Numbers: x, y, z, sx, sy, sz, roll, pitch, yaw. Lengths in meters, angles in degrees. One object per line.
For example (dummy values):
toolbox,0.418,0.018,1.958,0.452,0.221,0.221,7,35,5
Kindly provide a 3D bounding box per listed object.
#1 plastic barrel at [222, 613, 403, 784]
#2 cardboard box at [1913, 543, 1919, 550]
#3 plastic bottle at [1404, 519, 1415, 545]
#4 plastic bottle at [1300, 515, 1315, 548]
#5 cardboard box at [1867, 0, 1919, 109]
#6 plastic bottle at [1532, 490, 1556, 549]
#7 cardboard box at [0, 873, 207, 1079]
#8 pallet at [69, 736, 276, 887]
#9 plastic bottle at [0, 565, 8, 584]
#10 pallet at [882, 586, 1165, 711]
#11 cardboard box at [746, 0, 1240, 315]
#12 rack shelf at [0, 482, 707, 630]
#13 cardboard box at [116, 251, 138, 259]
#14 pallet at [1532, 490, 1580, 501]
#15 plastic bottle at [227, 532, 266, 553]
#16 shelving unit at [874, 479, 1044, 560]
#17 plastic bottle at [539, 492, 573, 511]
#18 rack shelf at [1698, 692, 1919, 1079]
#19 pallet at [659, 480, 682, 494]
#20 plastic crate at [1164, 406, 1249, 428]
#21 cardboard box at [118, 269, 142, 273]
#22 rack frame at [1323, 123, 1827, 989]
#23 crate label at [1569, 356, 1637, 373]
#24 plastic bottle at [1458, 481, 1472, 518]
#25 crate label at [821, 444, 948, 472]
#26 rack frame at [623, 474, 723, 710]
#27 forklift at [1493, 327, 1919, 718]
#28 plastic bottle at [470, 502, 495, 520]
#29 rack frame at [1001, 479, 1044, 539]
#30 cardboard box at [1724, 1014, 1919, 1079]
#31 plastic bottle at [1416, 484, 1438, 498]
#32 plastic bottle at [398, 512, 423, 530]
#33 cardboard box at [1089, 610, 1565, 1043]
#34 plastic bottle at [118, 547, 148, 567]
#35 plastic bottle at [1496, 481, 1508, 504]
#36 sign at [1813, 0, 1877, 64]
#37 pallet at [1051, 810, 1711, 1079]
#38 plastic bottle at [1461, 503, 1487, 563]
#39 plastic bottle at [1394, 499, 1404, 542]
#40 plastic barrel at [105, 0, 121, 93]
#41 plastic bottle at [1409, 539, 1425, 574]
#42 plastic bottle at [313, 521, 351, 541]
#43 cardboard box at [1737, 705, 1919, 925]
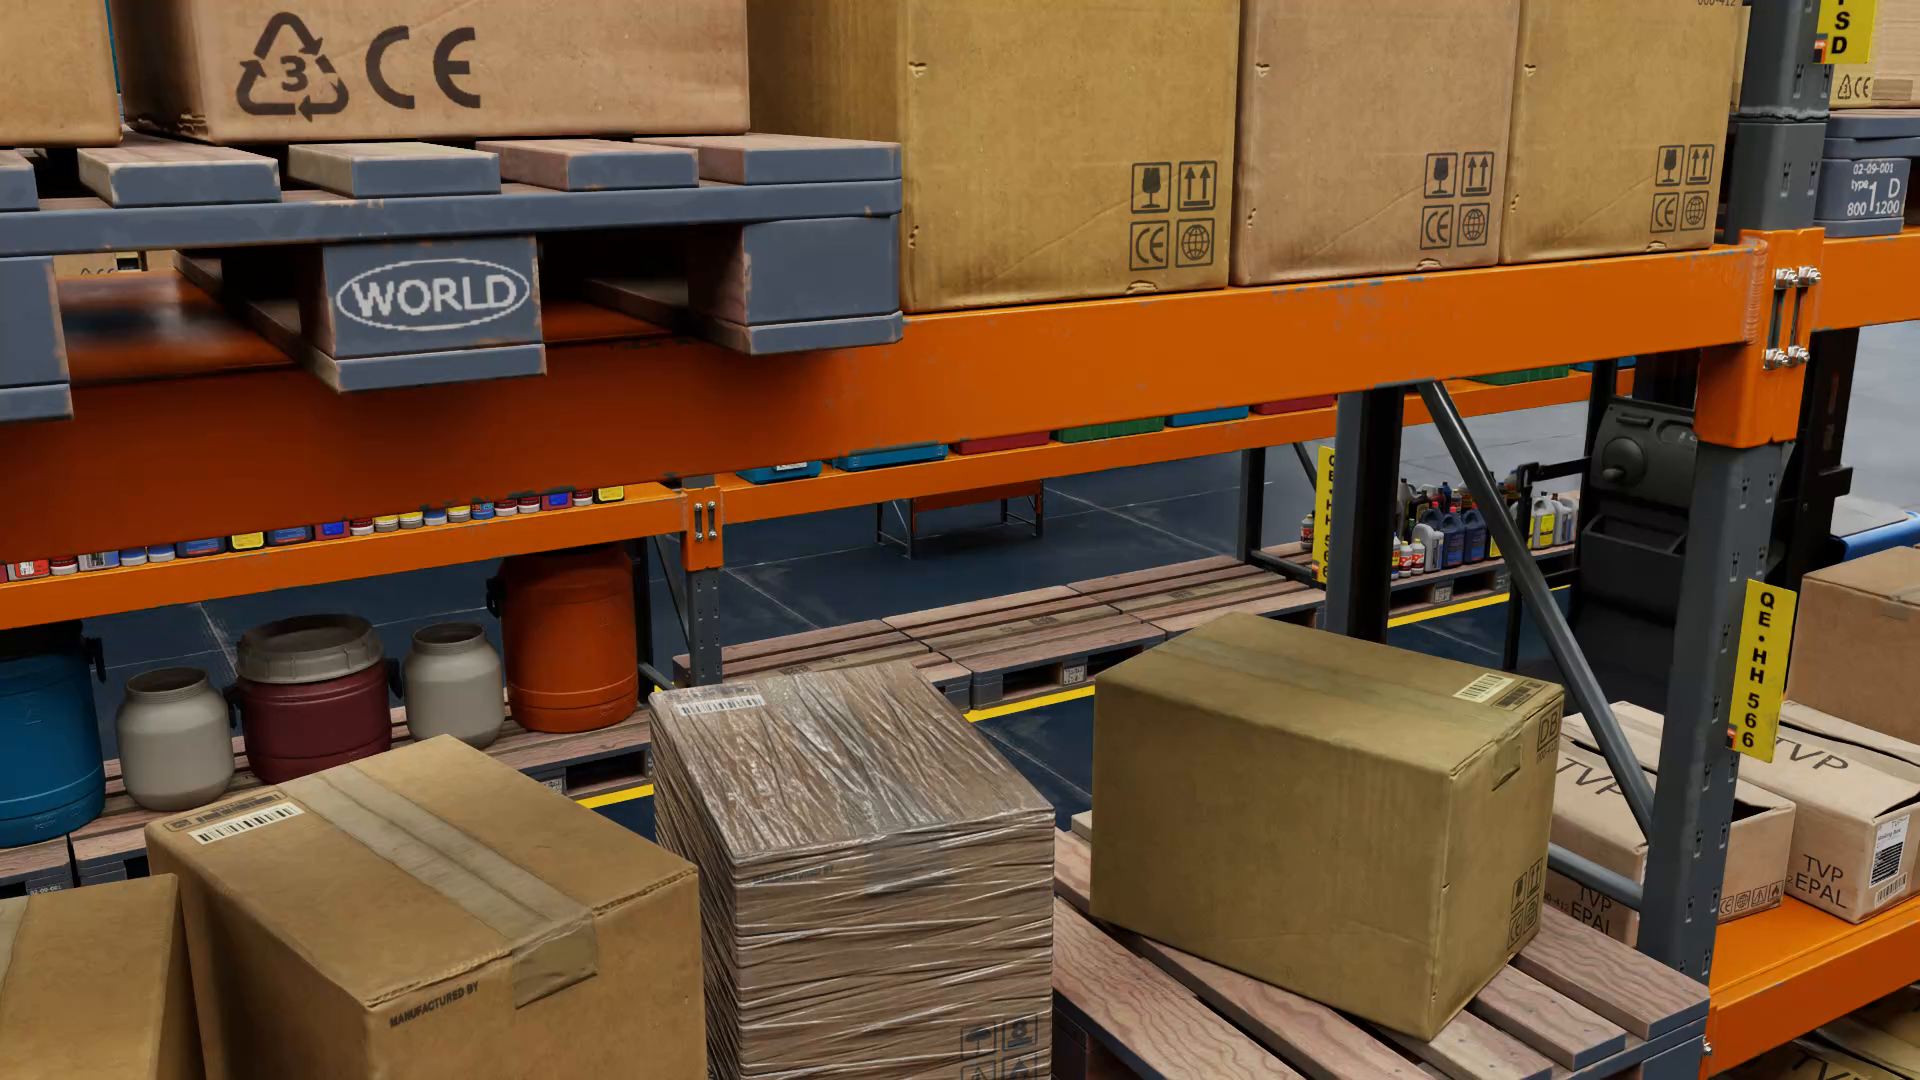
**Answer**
plastic barrel,-2.770,0.674,7.139,0.708,0.588,0.600,-9,18,-30
cardboard box,3.038,0.274,4.689,0.500,0.500,0.500,-9,18,-30
plastic bottle,2.744,0.007,10.044,0.133,0.283,0.061,-9,18,-30
plastic bottle,2.188,-0.057,10.425,0.097,0.201,0.097,0,16,0
cardboard box,1.957,-1.095,3.701,0.500,0.250,0.500,-9,18,-28
plastic bottle,3.629,-0.134,10.423,0.185,0.351,0.144,-8,18,-27
cardboard box,-1.194,0.814,1.986,0.500,0.500,0.700,-6,17,-21
pallet,-3.090,1.116,7.036,1.213,0.211,1.003,-9,18,-30
plastic bottle,-3.524,0.022,5.989,0.133,0.283,0.061,-9,18,-30
pallet,0.338,0.561,9.016,1.213,0.211,1.003,-9,18,-30
cardboard box,-0.083,-0.648,2.423,0.500,0.500,0.910,-9,18,-30
rack shelf,-3.105,0.110,6.792,4.000,0.370,1.077,-9,18,-30
cardboard box,-7.475,-2.586,14.767,0.250,0.149,0.380,-10,19,-32
pallet,4.726,-0.150,11.555,1.213,0.211,1.003,-9,18,-30
plastic bottle,-2.771,-0.100,6.425,0.133,0.283,0.061,-9,18,-30
shelving unit,-0.006,-0.541,11.255,1.048,1.125,0.538,-9,18,-30
plastic bottle,-1.716,-0.271,7.035,0.133,0.283,0.061,-9,18,-30
rack shelf,2.871,0.701,4.685,4.000,0.370,1.077,-9,18,-30
pallet,-2.227,-0.594,13.138,1.213,0.211,1.003,-9,18,-30
plastic crate,1.252,-0.837,8.868,0.575,0.384,0.392,-9,18,-30
cardboard box,-5.377,-1.559,11.230,0.500,0.500,0.500,-10,18,-31
rack frame,1.157,0.632,3.596,0.127,3.000,1.000,-9,18,-30
crate label,4.028,-1.325,10.513,0.616,0.435,0.502,-9,18,-30
plastic bottle,3.372,-0.283,11.101,0.097,0.271,0.097,0,16,0
crate label,-0.400,-0.607,7.951,0.616,0.435,0.502,-9,18,-30
rack frame,-1.391,-0.514,7.686,0.127,3.000,1.000,-9,18,-30
forklift,3.101,-0.381,7.340,3.031,2.935,1.130,-10,19,-32
plastic bottle,-1.991,-0.226,6.898,0.097,0.271,0.097,0,16,0
rack frame,0.430,-0.611,11.507,0.032,1.125,0.500,-9,18,-30
cardboard box,2.203,1.404,4.120,0.500,0.311,0.500,-10,18,-31
plastic bottle,3.024,-0.220,10.868,0.135,0.276,0.152,-9,18,-29
plastic bottle,-2.241,-0.152,6.763,0.097,0.201,0.097,0,16,0
cardboard box,0.675,0.496,3.121,0.700,0.500,0.500,13,20,38
plastic bottle,-3.121,-0.043,6.244,0.097,0.271,0.097,0,16,0
plastic bottle,3.663,-0.296,11.279,0.097,0.201,0.097,0,16,0
sign,1.435,-0.935,2.673,0.005,0.325,0.100,-9,18,-30
pallet,0.612,0.835,3.228,1.003,0.211,1.213,-9,18,-30
plastic bottle,3.105,-0.049,10.120,0.185,0.351,0.144,-10,19,-32
plastic bottle,2.704,-0.123,10.521,0.135,0.276,0.152,-9,18,-30
plastic barrel,-3.435,-2.119,6.146,0.708,0.901,0.600,-9,18,-30
plastic bottle,2.711,0.094,9.885,0.097,0.201,0.097,0,16,0
plastic bottle,-2.498,-0.144,6.583,0.133,0.283,0.061,-9,18,-30
cardboard box,2.023,0.596,3.892,0.500,0.311,0.500,-9,18,-30
